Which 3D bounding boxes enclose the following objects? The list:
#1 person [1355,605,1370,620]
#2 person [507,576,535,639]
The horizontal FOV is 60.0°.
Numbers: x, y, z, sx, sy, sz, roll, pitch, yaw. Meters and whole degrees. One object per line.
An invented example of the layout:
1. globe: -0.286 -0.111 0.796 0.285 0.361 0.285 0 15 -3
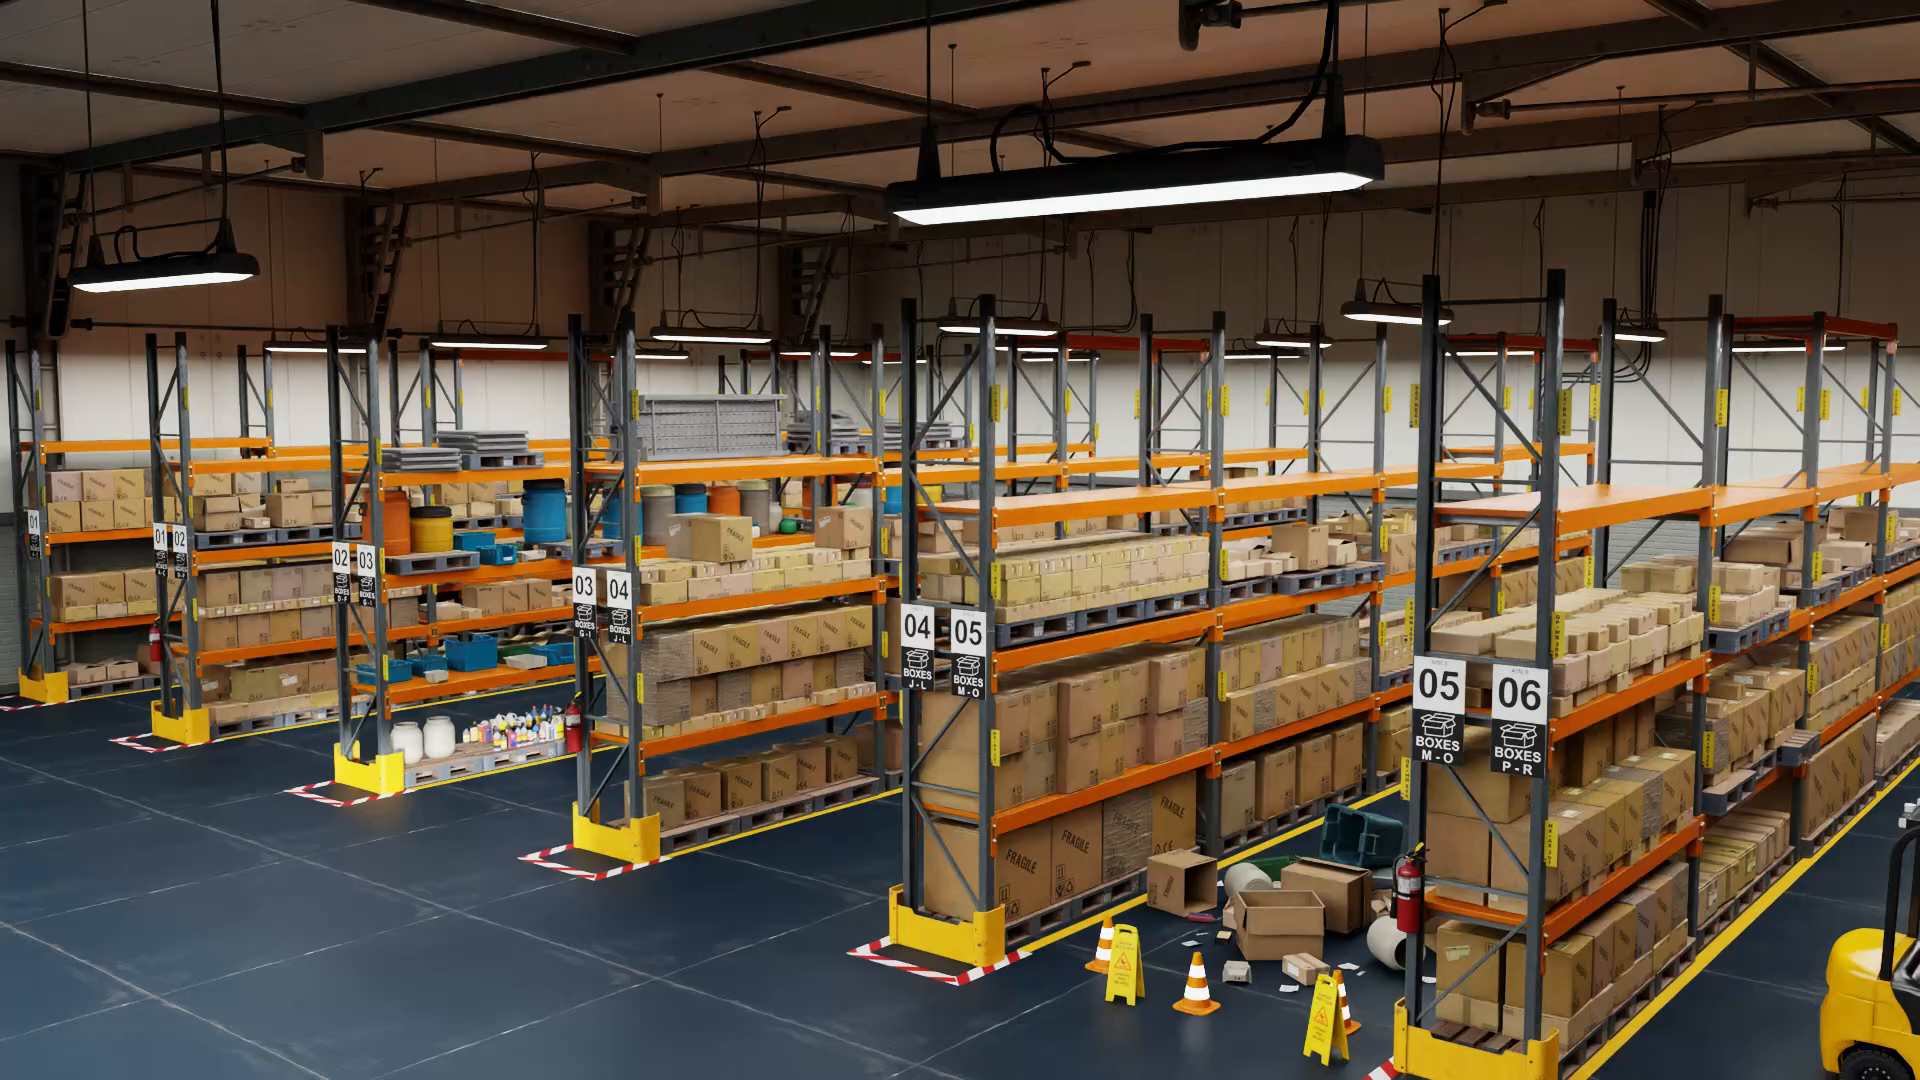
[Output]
1. person: 6.955 1.836 28.414 0.795 1.515 0.564 -4 7 -41
2. person: -8.384 1.549 31.630 0.474 1.499 0.977 2 6 24
